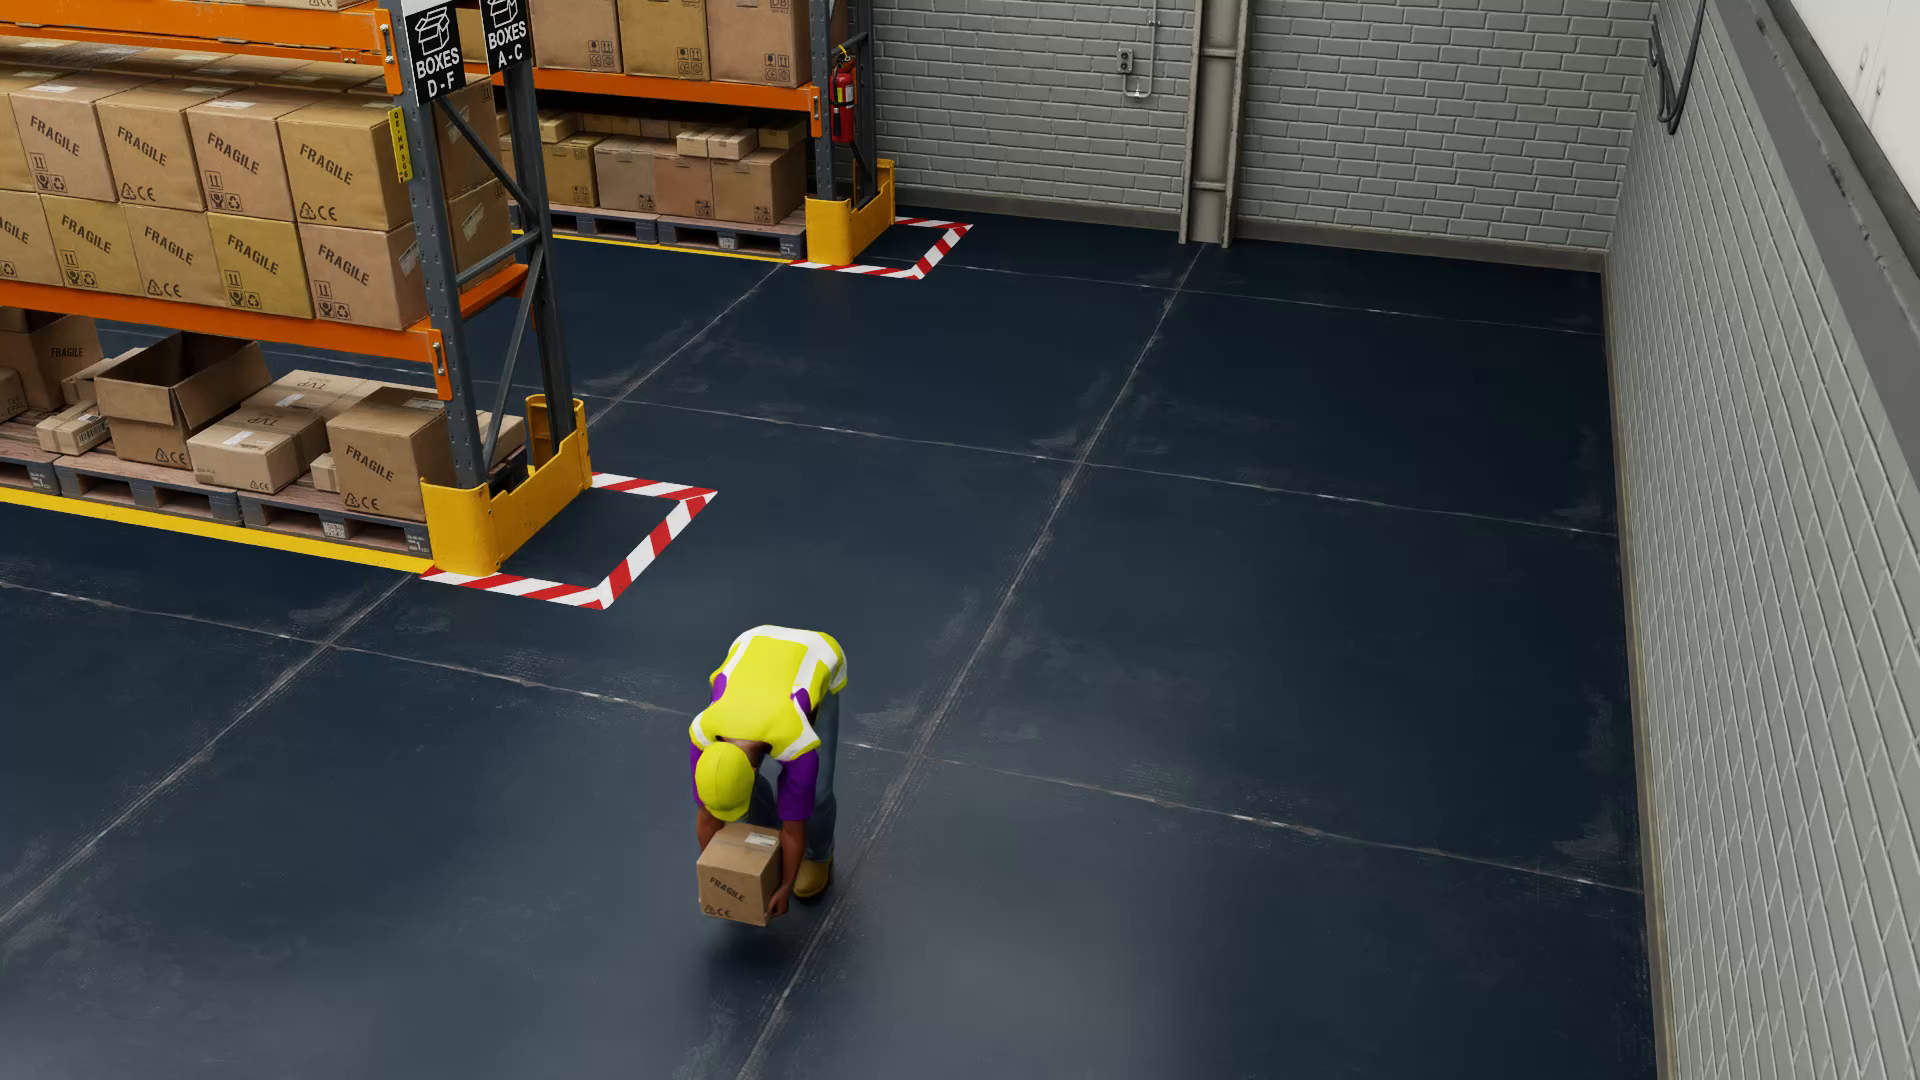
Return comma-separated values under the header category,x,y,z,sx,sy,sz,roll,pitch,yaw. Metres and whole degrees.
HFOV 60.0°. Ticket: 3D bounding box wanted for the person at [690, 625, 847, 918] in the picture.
category,x,y,z,sx,sy,sz,roll,pitch,yaw
person,-0.711,0.921,6.172,0.490,1.054,0.981,7,30,13
